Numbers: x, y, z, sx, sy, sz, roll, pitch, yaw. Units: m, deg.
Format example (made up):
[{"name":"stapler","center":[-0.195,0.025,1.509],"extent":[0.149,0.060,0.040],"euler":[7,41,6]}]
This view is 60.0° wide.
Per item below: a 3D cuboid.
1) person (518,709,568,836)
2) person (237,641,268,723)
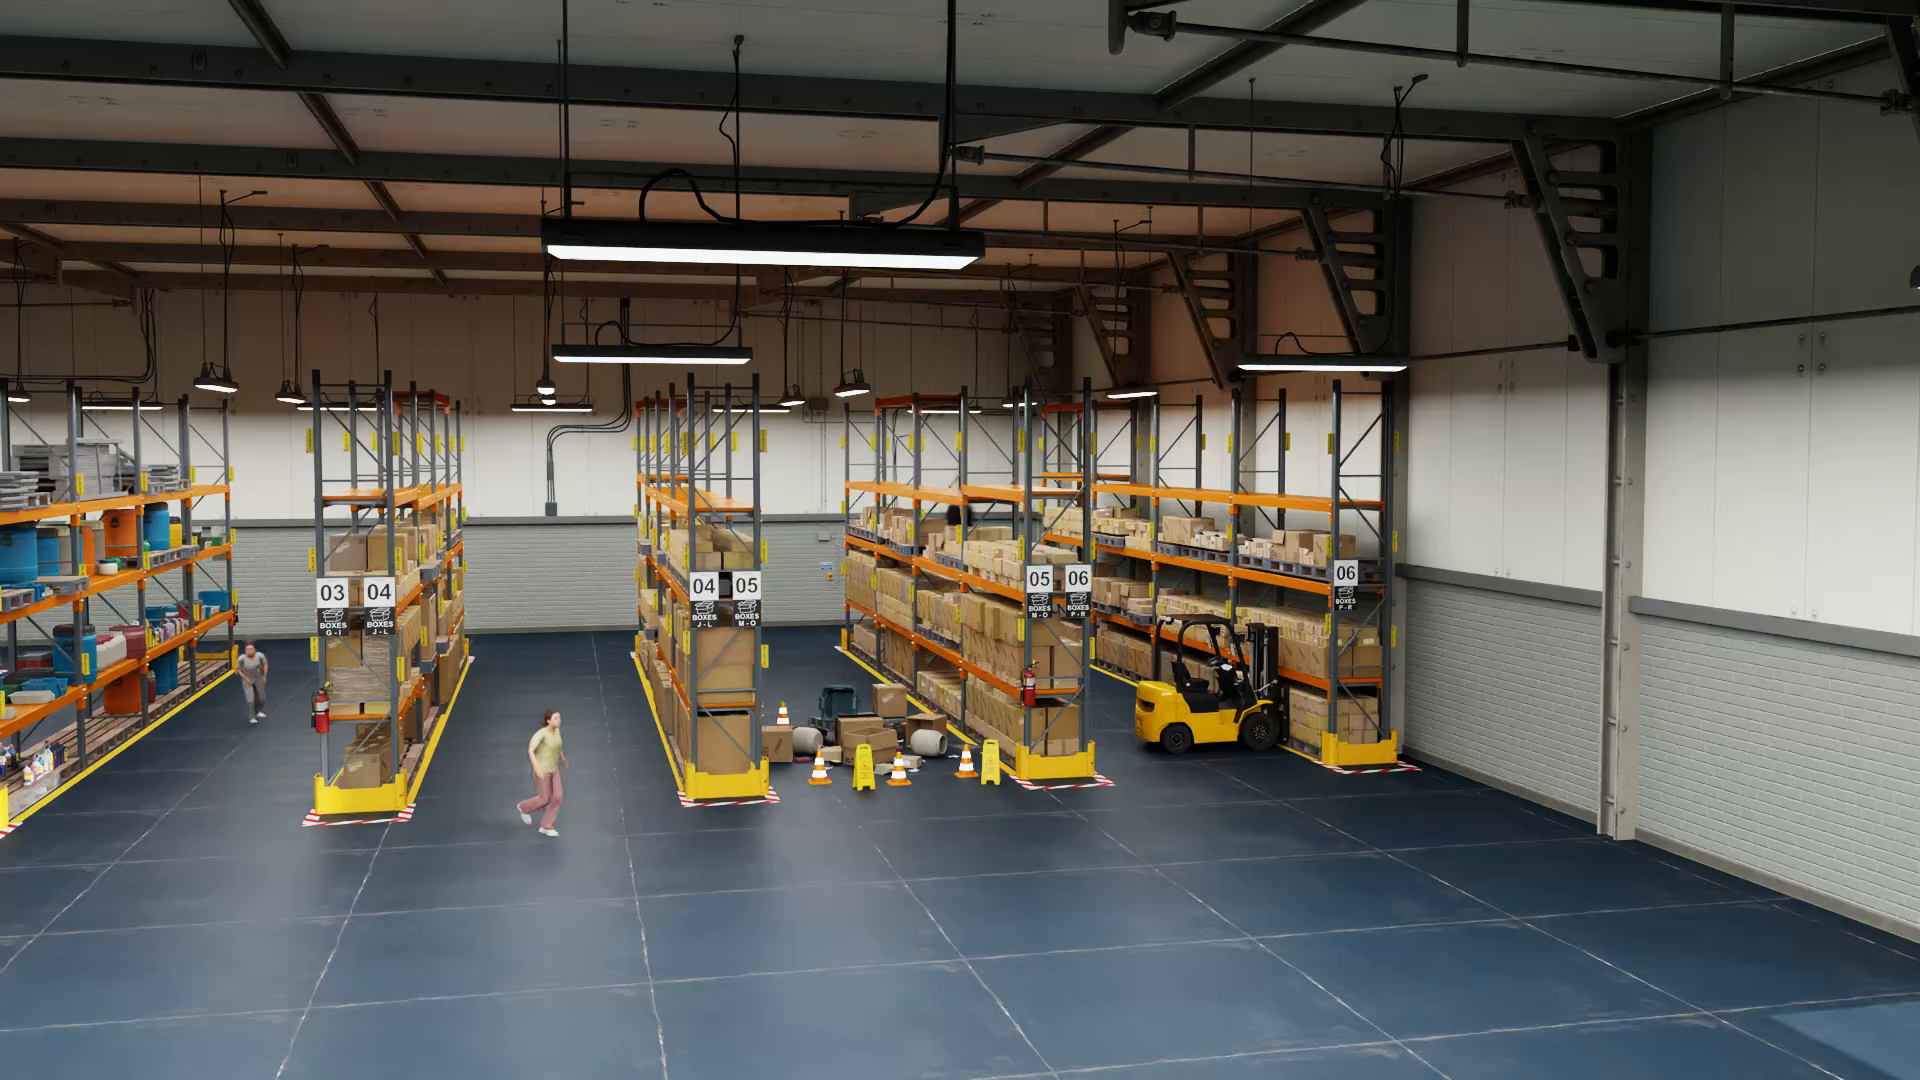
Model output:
[{"name":"person","center":[-5.409,2.971,21.439],"extent":[0.701,1.628,0.599],"euler":[2,4,26]},{"name":"person","center":[-12.667,2.526,29.723],"extent":[0.545,1.517,0.815],"euler":[-2,4,-36]}]
